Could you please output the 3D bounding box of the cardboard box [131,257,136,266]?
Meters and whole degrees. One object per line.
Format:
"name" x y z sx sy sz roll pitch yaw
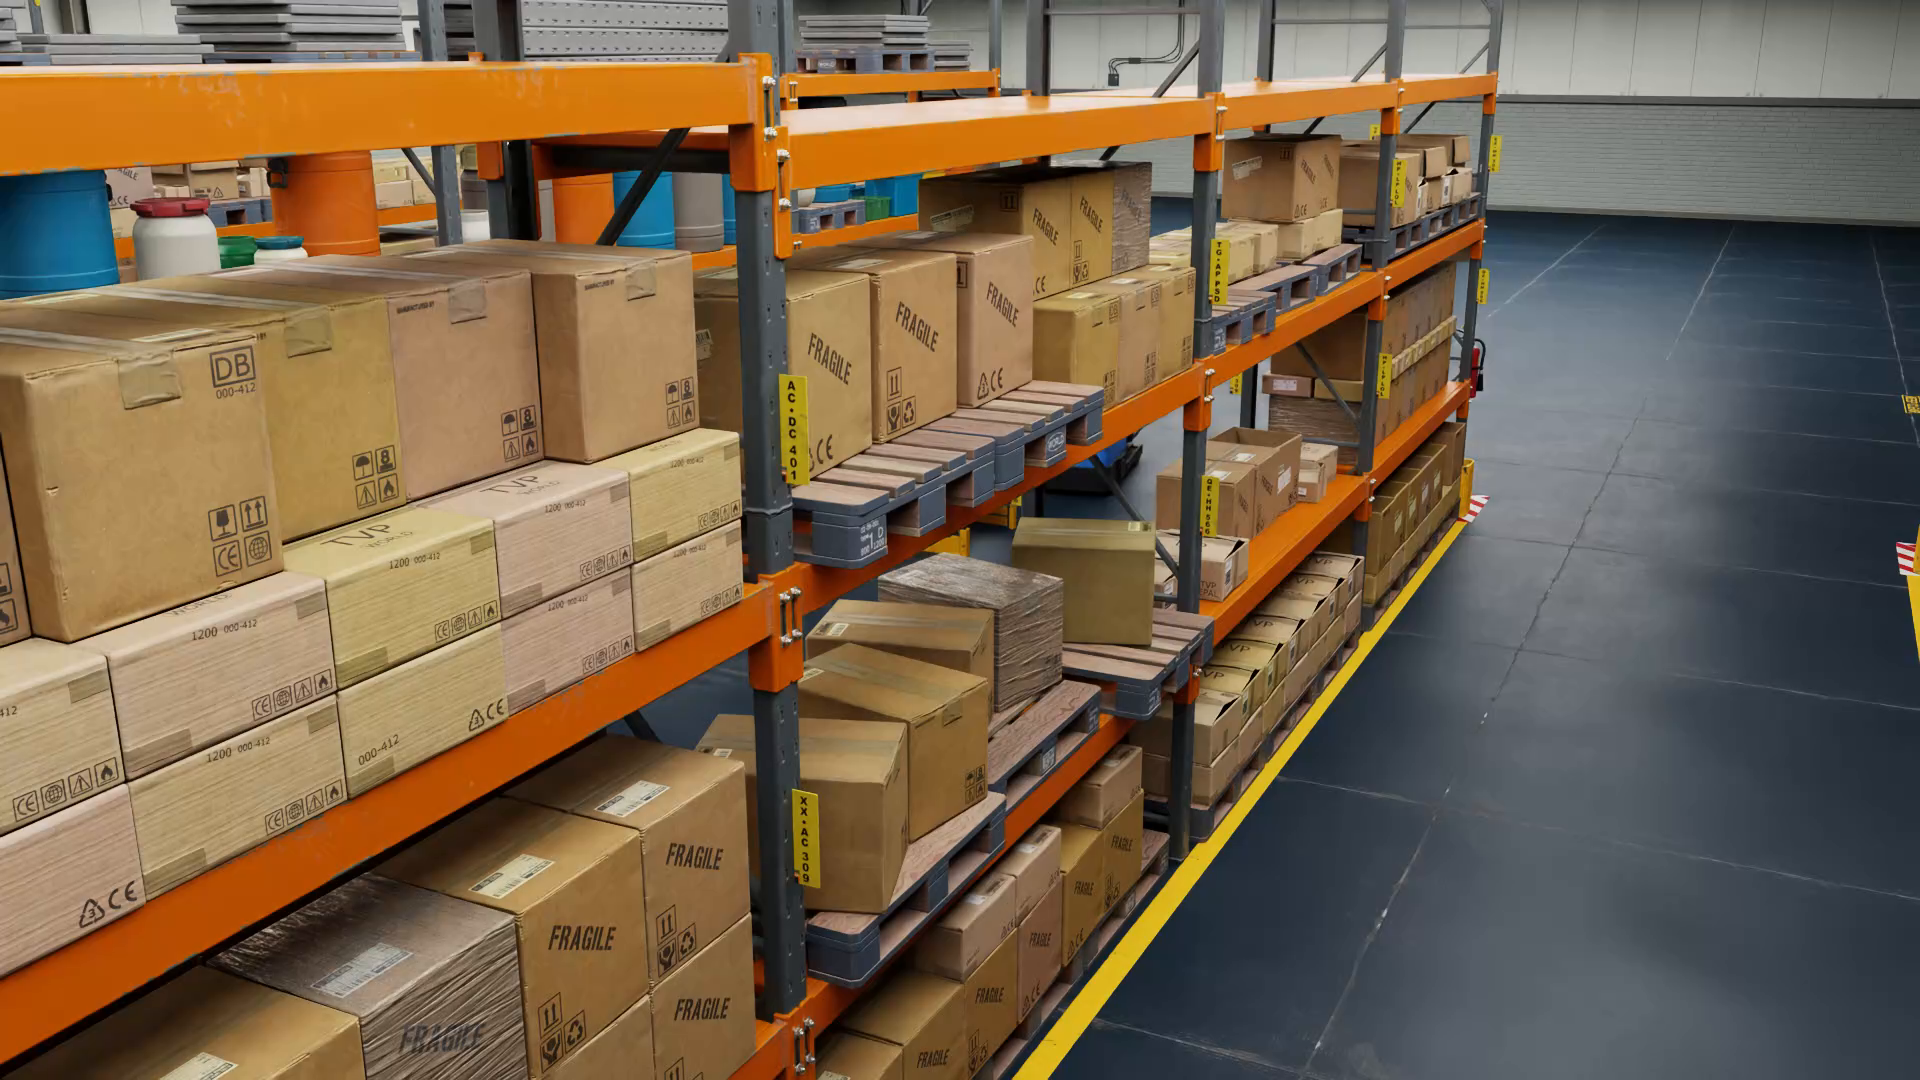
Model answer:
"cardboard box" -9.956 -3.615 19.991 0.875 0.550 0.550 8 18 25

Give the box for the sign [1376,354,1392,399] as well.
"sign" 3.085 -1.193 12.104 0.100 0.325 0.005 8 18 25

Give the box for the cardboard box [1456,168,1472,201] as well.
"cardboard box" 4.104 -3.069 14.326 0.500 0.250 0.500 8 18 25

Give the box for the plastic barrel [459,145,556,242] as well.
"plastic barrel" -3.061 -2.215 11.289 0.600 0.901 0.600 0 17 0

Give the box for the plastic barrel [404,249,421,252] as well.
"plastic barrel" -3.557 -1.788 11.005 0.294 0.245 0.294 0 17 0

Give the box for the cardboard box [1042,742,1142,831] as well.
"cardboard box" 0.578 1.187 8.285 0.500 0.250 0.500 9 19 27

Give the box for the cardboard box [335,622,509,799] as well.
"cardboard box" -1.408 0.341 3.827 0.500 0.250 0.500 8 18 25

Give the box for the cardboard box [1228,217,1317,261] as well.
"cardboard box" 2.068 -2.014 11.019 0.500 0.250 0.500 6 18 20

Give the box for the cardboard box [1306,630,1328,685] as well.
"cardboard box" 2.213 0.776 11.461 0.500 0.250 0.500 9 19 27

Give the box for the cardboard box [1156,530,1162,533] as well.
"cardboard box" 1.327 0.065 10.205 0.380 0.149 0.250 10 19 29

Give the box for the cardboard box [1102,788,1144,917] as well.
"cardboard box" 0.600 1.532 8.442 0.500 0.500 0.500 9 19 28

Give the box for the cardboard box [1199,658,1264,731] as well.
"cardboard box" 1.532 0.893 10.080 0.500 0.311 0.500 8 18 24

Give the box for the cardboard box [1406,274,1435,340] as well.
"cardboard box" 3.684 -2.037 14.387 0.700 0.500 0.500 8 18 26

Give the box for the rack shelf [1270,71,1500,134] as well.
"rack shelf" 3.489 -3.591 13.502 1.077 0.370 4.000 8 18 25

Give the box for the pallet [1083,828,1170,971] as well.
"pallet" 0.440 1.799 8.824 1.003 0.211 1.213 8 18 25

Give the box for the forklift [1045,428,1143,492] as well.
"forklift" 1.379 -2.261 17.716 1.130 2.935 3.031 5 17 15

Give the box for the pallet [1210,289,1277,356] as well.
"pallet" 1.031 -1.255 9.271 1.213 0.211 1.003 9 19 28

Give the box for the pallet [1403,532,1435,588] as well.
"pallet" 3.532 0.085 14.593 1.003 0.211 1.213 8 18 25

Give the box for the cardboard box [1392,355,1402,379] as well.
"cardboard box" 3.344 -1.405 13.399 0.380 0.149 0.250 7 18 24

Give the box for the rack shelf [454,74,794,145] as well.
"rack shelf" -2.728 -3.203 12.196 1.077 0.370 4.000 8 18 25

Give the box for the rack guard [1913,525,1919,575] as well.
"rack guard" 8.782 0.086 14.084 1.175 0.500 0.348 8 18 25

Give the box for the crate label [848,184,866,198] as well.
"crate label" -1.179 -3.324 16.167 0.502 0.251 0.408 8 18 25

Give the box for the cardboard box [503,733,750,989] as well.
"cardboard box" -0.974 0.930 4.920 0.500 0.500 0.500 8 18 26

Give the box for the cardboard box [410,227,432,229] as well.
"cardboard box" -5.864 -3.078 17.891 0.500 0.500 0.500 8 18 25

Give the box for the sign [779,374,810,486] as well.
"sign" -0.491 -0.323 4.894 0.100 0.325 0.005 8 18 25

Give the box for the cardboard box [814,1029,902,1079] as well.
"cardboard box" -0.545 2.190 6.224 0.500 0.500 0.500 7 18 23

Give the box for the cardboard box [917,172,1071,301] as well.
"cardboard box" 0.151 -1.319 7.221 0.500 0.500 0.500 8 18 25

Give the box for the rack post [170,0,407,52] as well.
"rack post" -3.909 -3.005 9.694 0.954 0.300 0.937 8 18 25

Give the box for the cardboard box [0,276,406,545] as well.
"cardboard box" -1.731 -0.304 3.804 0.700 0.500 0.500 8 18 25

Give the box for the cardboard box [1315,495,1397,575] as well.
"cardboard box" 3.082 -0.063 12.970 0.500 0.500 0.500 8 18 25

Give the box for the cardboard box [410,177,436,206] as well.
"cardboard box" -5.603 -3.587 17.054 0.500 0.250 0.500 8 18 25

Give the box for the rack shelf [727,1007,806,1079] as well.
"rack shelf" -1.873 2.150 4.008 1.077 0.370 4.000 8 18 25

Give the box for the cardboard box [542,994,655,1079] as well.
"cardboard box" -1.203 1.539 4.625 0.500 0.500 0.500 9 19 27

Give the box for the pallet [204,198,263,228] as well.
"pallet" -7.097 -2.943 14.953 1.213 0.211 1.003 8 18 25

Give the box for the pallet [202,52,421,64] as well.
"pallet" -3.972 -2.768 9.800 1.213 0.211 1.003 8 18 25

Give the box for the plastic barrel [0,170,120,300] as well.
"plastic barrel" -4.783 -1.670 8.717 0.600 0.901 0.708 8 18 25

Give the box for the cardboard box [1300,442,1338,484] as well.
"cardboard box" 2.414 -0.540 12.062 0.500 0.250 0.500 9 19 29

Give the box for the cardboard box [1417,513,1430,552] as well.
"cardboard box" 3.748 -0.087 14.365 0.500 0.250 0.500 8 18 25

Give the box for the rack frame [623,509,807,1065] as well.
"rack frame" -0.980 1.295 5.621 1.000 3.000 0.127 8 18 25

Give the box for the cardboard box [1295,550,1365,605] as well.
"cardboard box" 2.671 0.245 12.263 0.500 0.311 0.500 8 18 25

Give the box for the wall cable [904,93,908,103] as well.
"wall cable" -2.999 -14.462 53.591 3.097 2.526 0.112 8 18 25

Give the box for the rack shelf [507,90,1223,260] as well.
"rack shelf" -0.086 -1.553 6.641 1.077 0.370 4.000 8 18 25

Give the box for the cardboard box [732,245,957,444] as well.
"cardboard box" -0.410 -0.732 6.089 0.600 0.600 0.600 8 18 25

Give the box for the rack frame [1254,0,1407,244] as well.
"rack frame" 2.595 -3.618 11.627 1.000 3.000 0.127 8 18 25

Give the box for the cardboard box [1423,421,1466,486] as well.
"cardboard box" 4.409 -0.830 15.549 0.500 0.500 0.500 8 18 25

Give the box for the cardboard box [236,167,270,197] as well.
"cardboard box" -6.596 -3.326 15.411 0.396 0.266 0.258 9 19 27

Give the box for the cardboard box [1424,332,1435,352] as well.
"cardboard box" 3.921 -1.736 14.511 0.380 0.149 0.250 9 19 27

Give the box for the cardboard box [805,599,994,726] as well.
"cardboard box" -0.245 0.588 7.088 0.700 0.500 0.500 3 17 11

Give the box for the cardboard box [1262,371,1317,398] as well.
"cardboard box" 2.525 -1.198 12.700 0.380 0.149 0.250 8 18 25

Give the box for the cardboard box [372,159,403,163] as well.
"cardboard box" -6.043 -3.885 17.358 0.380 0.149 0.250 7 18 24

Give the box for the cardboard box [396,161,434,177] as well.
"cardboard box" -5.575 -3.815 17.122 0.380 0.149 0.250 9 19 27

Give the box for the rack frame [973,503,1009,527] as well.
"rack frame" 0.265 -0.870 15.546 0.500 1.500 0.032 8 18 25

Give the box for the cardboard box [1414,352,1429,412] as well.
"cardboard box" 3.705 -1.432 14.627 0.700 0.500 0.500 8 18 26

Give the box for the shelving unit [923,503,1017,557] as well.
"shelving unit" 0.034 -0.738 15.102 0.587 1.500 1.083 8 18 25

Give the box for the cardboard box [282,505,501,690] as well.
"cardboard box" -1.406 0.102 3.755 0.500 0.250 0.500 8 18 25

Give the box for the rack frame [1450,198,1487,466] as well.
"rack frame" 4.382 -1.761 15.912 1.000 3.000 0.127 8 18 25
